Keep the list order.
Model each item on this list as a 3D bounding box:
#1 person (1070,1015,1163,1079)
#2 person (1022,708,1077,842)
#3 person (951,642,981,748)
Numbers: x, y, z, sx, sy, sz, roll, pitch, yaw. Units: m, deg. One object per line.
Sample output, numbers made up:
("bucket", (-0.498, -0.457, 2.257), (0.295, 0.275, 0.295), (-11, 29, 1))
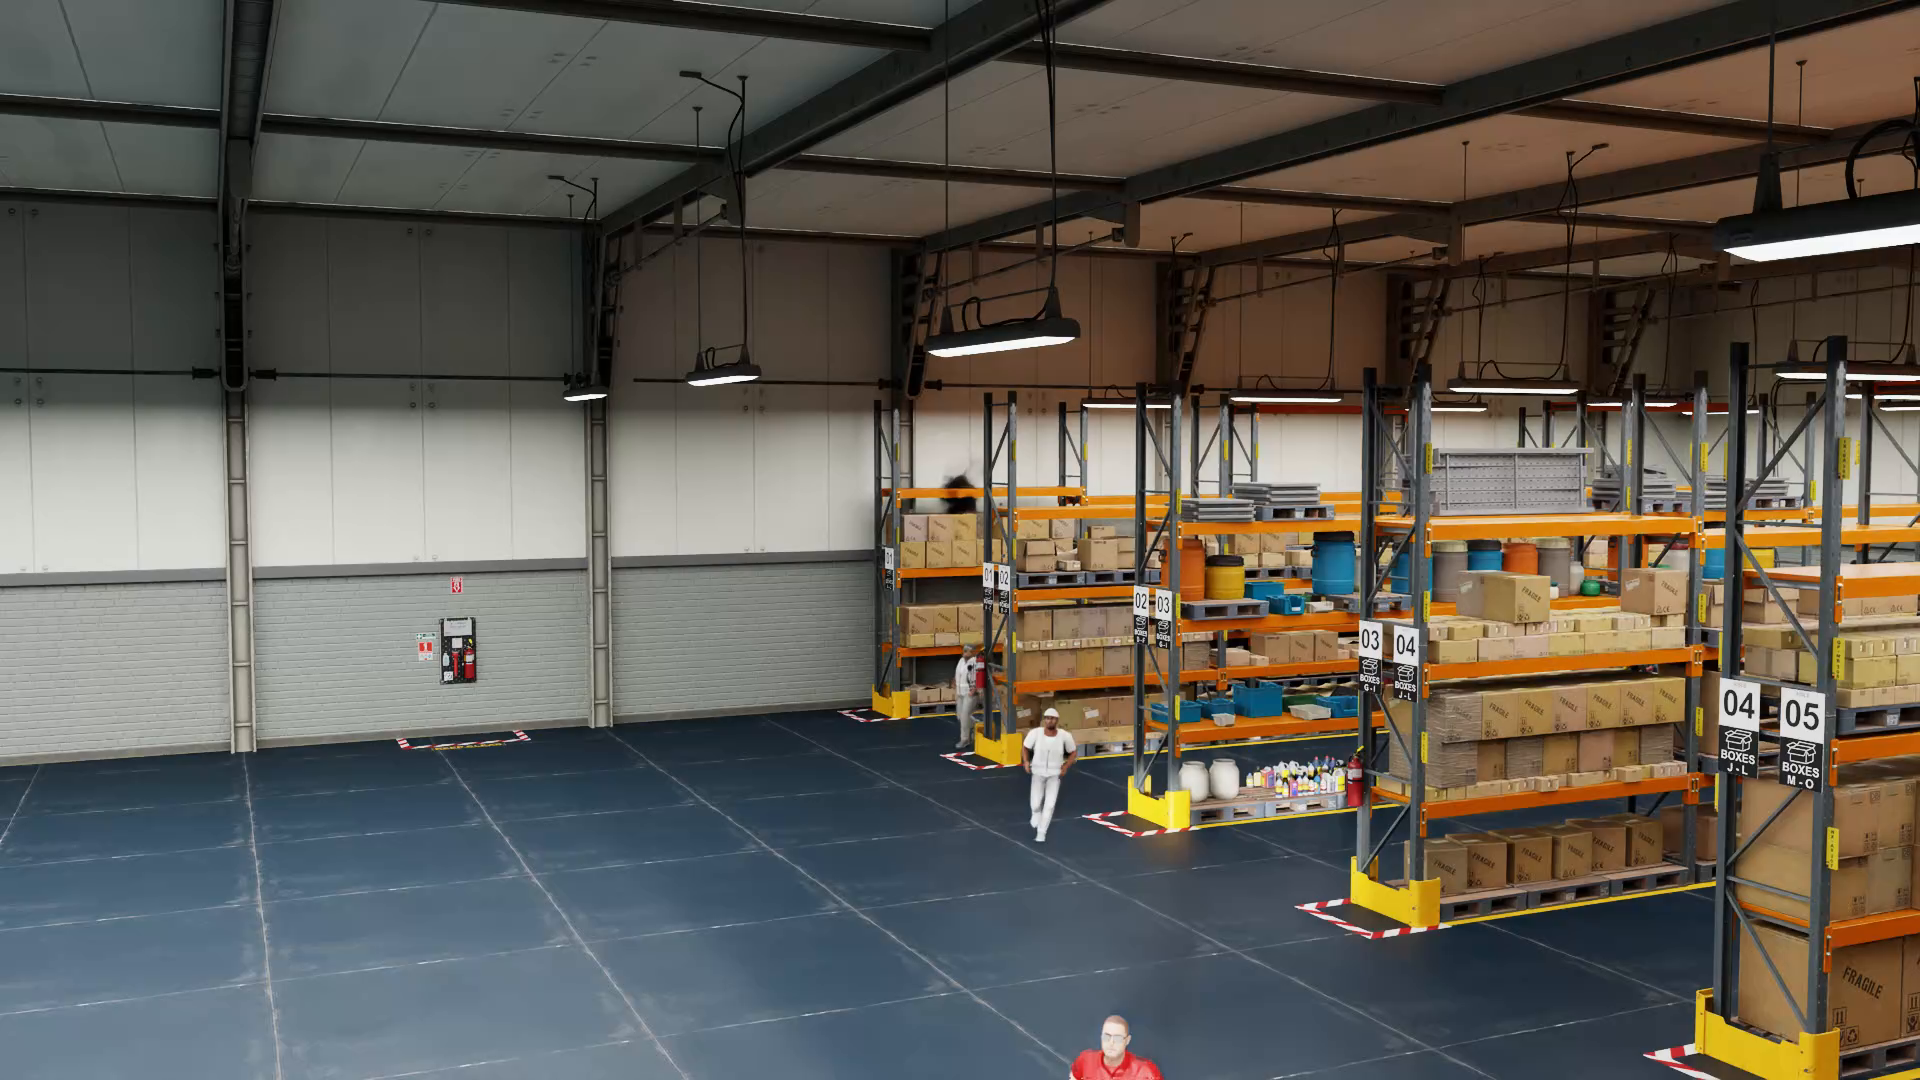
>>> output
("person", (0.953, 3.723, 10.008), (0.650, 1.773, 0.851), (1, 3, 12))
("person", (1.164, 3.044, 21.750), (0.729, 1.719, 0.626), (0, 3, 7))
("person", (0.155, 2.634, 28.489), (0.782, 1.792, 0.668), (-3, 4, -42))
